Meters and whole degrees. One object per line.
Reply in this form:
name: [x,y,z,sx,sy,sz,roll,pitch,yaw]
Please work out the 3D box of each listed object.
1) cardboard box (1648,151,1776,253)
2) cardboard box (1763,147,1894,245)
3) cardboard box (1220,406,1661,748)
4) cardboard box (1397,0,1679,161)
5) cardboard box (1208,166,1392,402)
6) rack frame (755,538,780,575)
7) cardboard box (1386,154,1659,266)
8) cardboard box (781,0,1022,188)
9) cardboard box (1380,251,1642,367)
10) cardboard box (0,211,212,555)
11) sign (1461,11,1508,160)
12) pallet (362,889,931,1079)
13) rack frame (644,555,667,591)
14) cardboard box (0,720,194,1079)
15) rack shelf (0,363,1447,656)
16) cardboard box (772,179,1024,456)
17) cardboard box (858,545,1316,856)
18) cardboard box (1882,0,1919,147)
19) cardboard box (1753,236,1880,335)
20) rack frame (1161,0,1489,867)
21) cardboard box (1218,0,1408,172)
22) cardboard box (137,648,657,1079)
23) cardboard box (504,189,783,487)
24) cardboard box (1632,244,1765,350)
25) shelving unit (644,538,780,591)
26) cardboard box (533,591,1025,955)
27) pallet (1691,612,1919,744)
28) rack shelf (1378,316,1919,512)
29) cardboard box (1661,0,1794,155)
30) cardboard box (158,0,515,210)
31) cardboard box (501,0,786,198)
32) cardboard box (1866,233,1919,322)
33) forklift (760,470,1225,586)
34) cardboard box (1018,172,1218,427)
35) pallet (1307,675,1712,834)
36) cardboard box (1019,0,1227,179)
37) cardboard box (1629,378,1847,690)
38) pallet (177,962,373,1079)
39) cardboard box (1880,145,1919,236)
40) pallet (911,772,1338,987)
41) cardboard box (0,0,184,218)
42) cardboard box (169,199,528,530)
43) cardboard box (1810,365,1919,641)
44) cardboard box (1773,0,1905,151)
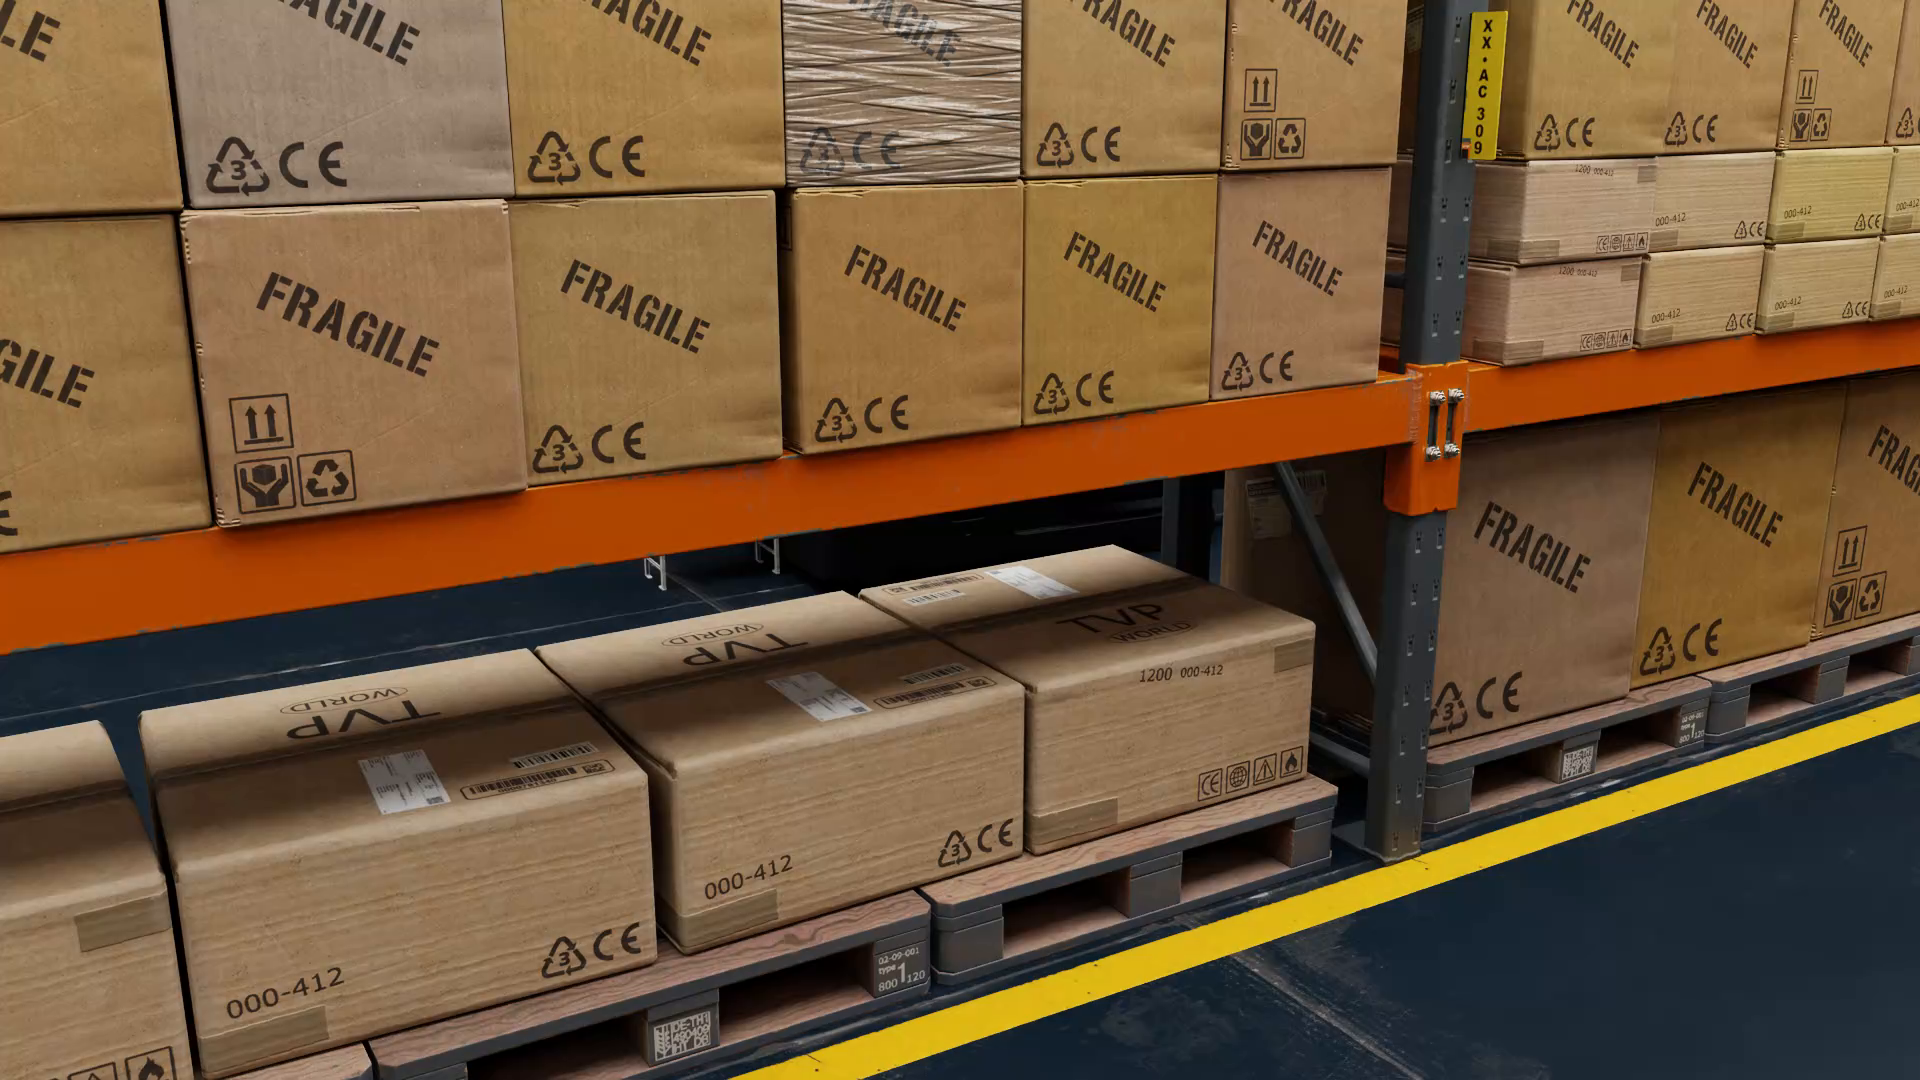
cardboard box: [1.867,-0.955,4.612,0.500,0.250,0.500,-9,18,-29]
cardboard box: [2.313,-1.019,4.840,0.500,0.250,0.500,-9,18,-29]
cardboard box: [1.402,0.004,4.995,0.875,0.875,0.875,-9,18,-28]
cardboard box: [1.437,-1.236,4.224,0.500,0.500,0.500,-9,18,-29]
cardboard box: [0.646,-0.636,3.937,0.500,0.500,0.500,-9,18,-29]
rack frame: [-0.809,-0.464,6.840,0.015,1.200,0.240,-8,18,-27]
cardboard box: [1.435,-0.876,4.330,0.500,0.250,0.500,-10,18,-31]
cardboard box: [-0.221,-0.970,3.276,0.500,0.500,0.500,-9,18,-29]
cardboard box: [1.425,-0.640,4.412,0.500,0.250,0.500,-10,18,-31]
cardboard box: [-1.538,-0.281,2.670,0.500,0.500,0.500,-10,18,-31]
sign: [1.199,-1.039,3.807,0.005,0.325,0.100,-9,18,-30]
pallet: [-0.827,0.889,3.847,1.213,0.211,1.003,-9,18,-30]
rack frame: [-1.242,-0.402,6.622,0.015,1.200,0.240,-8,18,-27]
cardboard box: [-2.002,0.761,3.107,0.875,0.438,0.875,-10,18,-32]
rack shelf: [-0.802,-0.087,3.497,4.000,0.370,1.077,-9,18,-30]
cardboard box: [-0.215,-0.490,3.416,0.500,0.500,0.500,-10,18,-31]
cardboard box: [0.319,0.382,4.458,0.875,0.438,0.875,-10,18,-31]
cardboard box: [2.730,-1.456,5.008,0.500,0.500,0.500,-10,18,-31]
cardboard box: [2.316,-0.780,4.911,0.500,0.250,0.500,-9,18,-30]
rack frame: [0.912,-0.712,4.392,0.127,3.000,1.000,-9,18,-30]
cardboard box: [0.650,-1.112,3.781,0.500,0.500,0.500,-9,18,-30]
cardboard box: [-1.222,0.632,3.568,0.875,0.438,0.875,-9,18,-28]
cardboard box: [-0.672,-0.421,3.169,0.500,0.500,0.500,-9,18,-28]
cardboard box: [1.868,-0.712,4.670,0.500,0.250,0.500,-10,18,-31]
shelving unit: [-1.026,-0.433,6.731,0.503,1.200,0.258,-8,18,-27]
cardboard box: [-0.448,0.507,4.014,0.875,0.438,0.875,-10,18,-31]
pallet: [2.582,0.335,5.822,1.213,0.211,1.003,-9,18,-30]
rack shelf: [2.627,-0.643,5.481,4.000,0.370,1.077,-9,18,-30]
cardboard box: [1.859,-1.313,4.499,0.500,0.500,0.500,-9,18,-30]
cardboard box: [-1.082,-0.833,2.786,0.500,0.500,0.500,-9,18,-30]
cardboard box: [-0.655,-0.903,3.035,0.500,0.500,0.500,-9,18,-29]
cardboard box: [2.749,-0.847,5.152,0.500,0.250,0.500,-10,18,-31]
forklift: [0.552,-1.489,7.293,3.031,2.935,1.130,-8,18,-27]
cardboard box: [0.208,-0.564,3.678,0.500,0.500,0.500,-10,18,-31]
pallet: [1.535,0.506,5.213,1.213,0.211,1.003,-9,18,-30]
cardboard box: [0.211,-1.043,3.537,0.500,0.500,0.500,-10,18,-31]
cardboard box: [2.173,-0.123,5.450,0.875,0.875,0.875,-9,18,-28]
pallet: [-1.871,1.058,3.246,1.213,0.211,1.003,-9,18,-30]
cardboard box: [2.746,-1.090,5.093,0.500,0.250,0.500,-10,18,-31]
pallet: [0.220,0.718,4.456,1.213,0.211,1.003,-9,18,-30]
cardboard box: [-1.519,-0.760,2.525,0.500,0.500,0.500,-10,18,-31]
cardboard box: [-1.093,-0.348,2.907,0.500,0.500,0.500,-9,18,-30]
cardboard box: [2.939,-0.247,5.893,0.875,0.875,0.875,-9,18,-29]
cardboard box: [2.291,-1.382,4.746,0.500,0.500,0.500,-10,18,-31]
